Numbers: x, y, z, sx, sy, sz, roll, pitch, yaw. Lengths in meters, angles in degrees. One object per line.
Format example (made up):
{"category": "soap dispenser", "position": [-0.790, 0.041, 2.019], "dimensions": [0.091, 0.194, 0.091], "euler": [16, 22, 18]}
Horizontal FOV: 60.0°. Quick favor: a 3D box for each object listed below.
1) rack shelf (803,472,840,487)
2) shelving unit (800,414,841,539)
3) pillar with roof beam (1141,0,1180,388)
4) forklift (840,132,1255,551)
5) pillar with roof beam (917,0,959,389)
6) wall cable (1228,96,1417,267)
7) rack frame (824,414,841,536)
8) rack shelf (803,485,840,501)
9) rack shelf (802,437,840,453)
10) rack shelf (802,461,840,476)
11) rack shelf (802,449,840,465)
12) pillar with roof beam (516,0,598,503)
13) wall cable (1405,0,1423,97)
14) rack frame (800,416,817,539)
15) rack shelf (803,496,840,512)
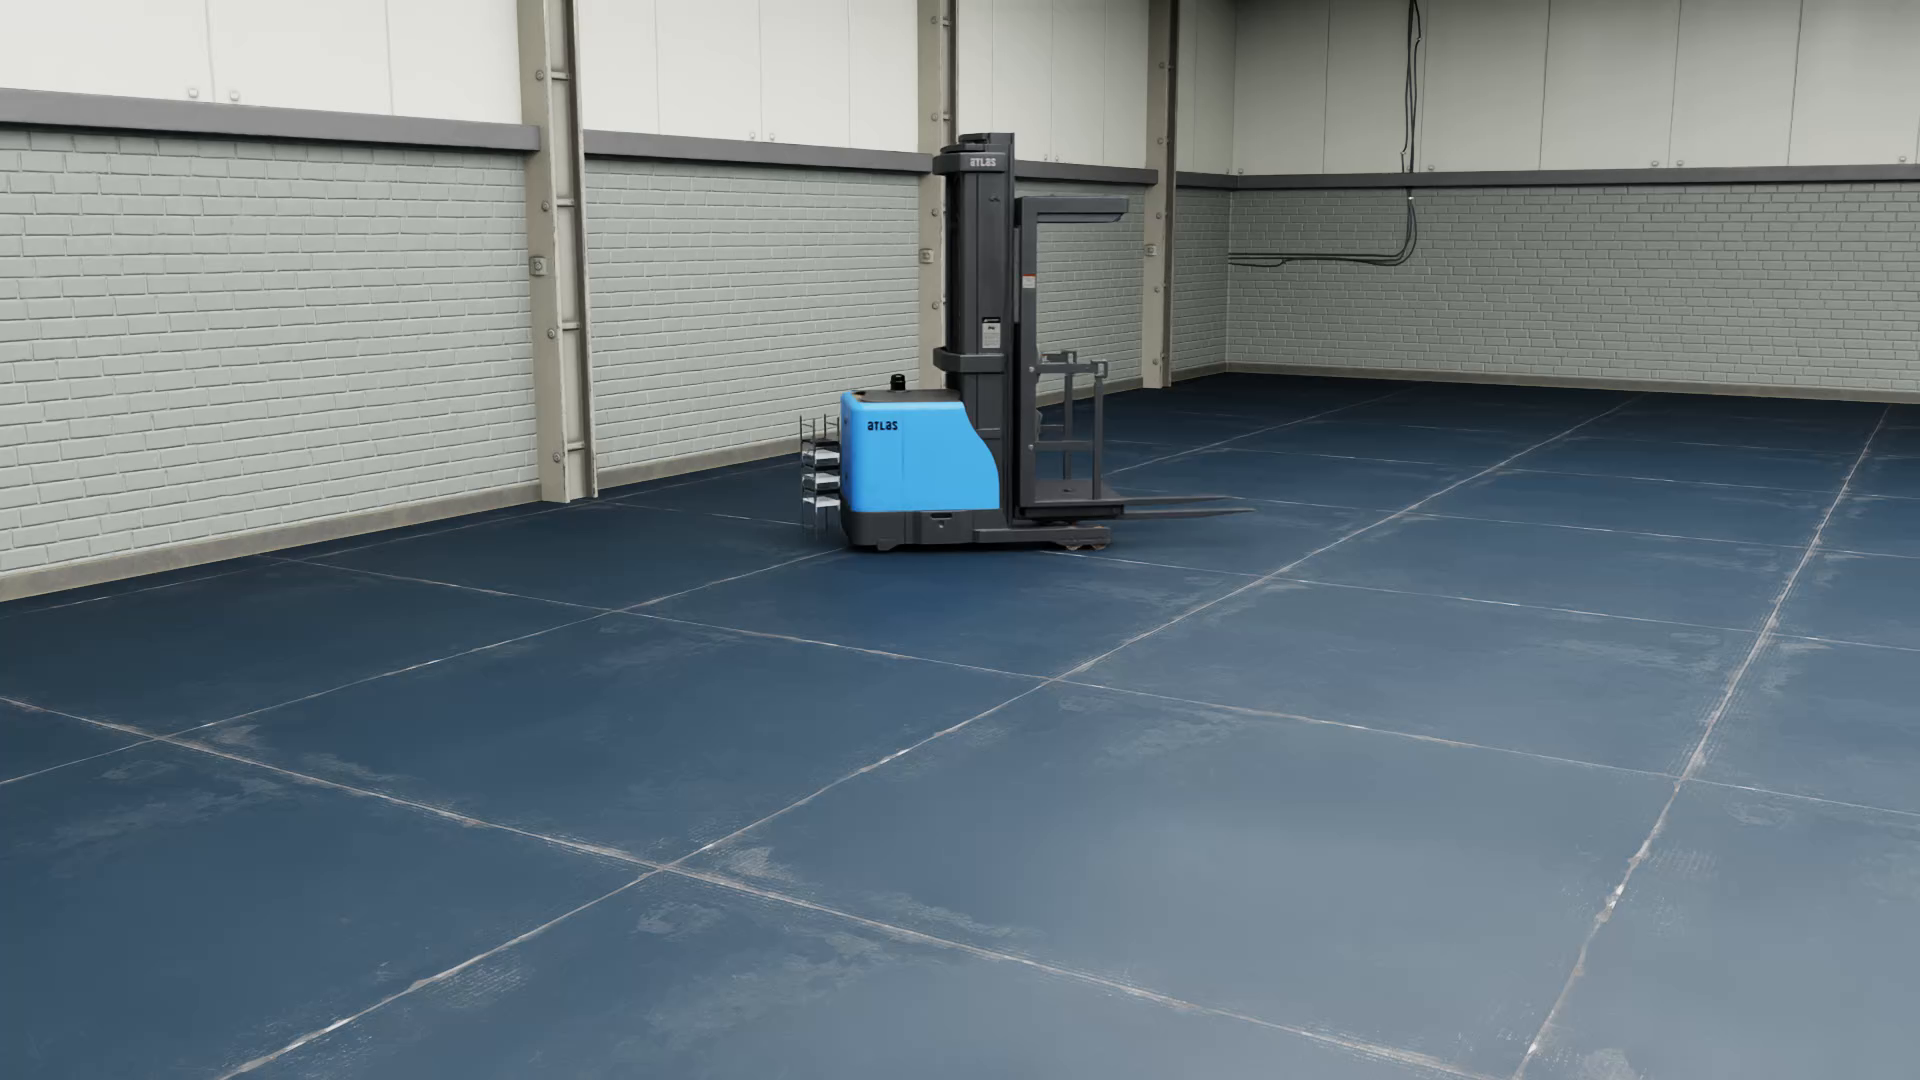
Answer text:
{"category": "rack shelf", "position": [-1.049, -0.449, 12.501], "dimensions": [0.200, 0.077, 0.258], "euler": [-6, 12, -31]}
{"category": "shelving unit", "position": [-1.049, -0.481, 12.494], "dimensions": [0.210, 0.900, 0.258], "euler": [-6, 12, -31]}
{"category": "pillar with roof beam", "position": [6.552, -6.257, 21.338], "dimensions": [9.100, 9.000, 0.400], "euler": [6, 12, 31]}
{"category": "forklift", "position": [0.651, -1.465, 12.230], "dimensions": [3.031, 2.935, 1.130], "euler": [-2, 11, -9]}
{"category": "pillar with roof beam", "position": [3.436, -5.314, 16.297], "dimensions": [9.100, 9.000, 0.400], "euler": [6, 12, 31]}
{"category": "wall cable", "position": [5.532, -5.479, 25.620], "dimensions": [3.097, 2.526, 0.112], "euler": [6, 12, 31]}
{"category": "rack frame", "position": [-0.963, -0.491, 12.546], "dimensions": [0.006, 0.900, 0.240], "euler": [-6, 12, -31]}
{"category": "rack shelf", "position": [-1.049, -0.360, 12.517], "dimensions": [0.200, 0.077, 0.258], "euler": [-6, 12, -31]}
{"category": "rack shelf", "position": [-1.049, -0.714, 12.451], "dimensions": [0.200, 0.077, 0.258], "euler": [-6, 12, -31]}
{"category": "rack shelf", "position": [-1.049, -0.537, 12.484], "dimensions": [0.200, 0.077, 0.258], "euler": [-6, 12, -31]}
{"category": "rack shelf", "position": [-1.049, -0.626, 12.467], "dimensions": [0.200, 0.077, 0.258], "euler": [-6, 12, -31]}
{"category": "pillar with roof beam", "position": [0.321, -4.370, 11.257], "dimensions": [9.100, 9.000, 0.400], "euler": [6, 12, 31]}
{"category": "wall cable", "position": [7.844, -7.703, 23.775], "dimensions": [3.097, 2.526, 0.112], "euler": [6, 12, 31]}
{"category": "rack frame", "position": [-1.136, -0.472, 12.442], "dimensions": [0.006, 0.900, 0.240], "euler": [-6, 12, -31]}
{"category": "rack shelf", "position": [-1.049, -0.272, 12.534], "dimensions": [0.200, 0.077, 0.258], "euler": [-6, 12, -31]}
